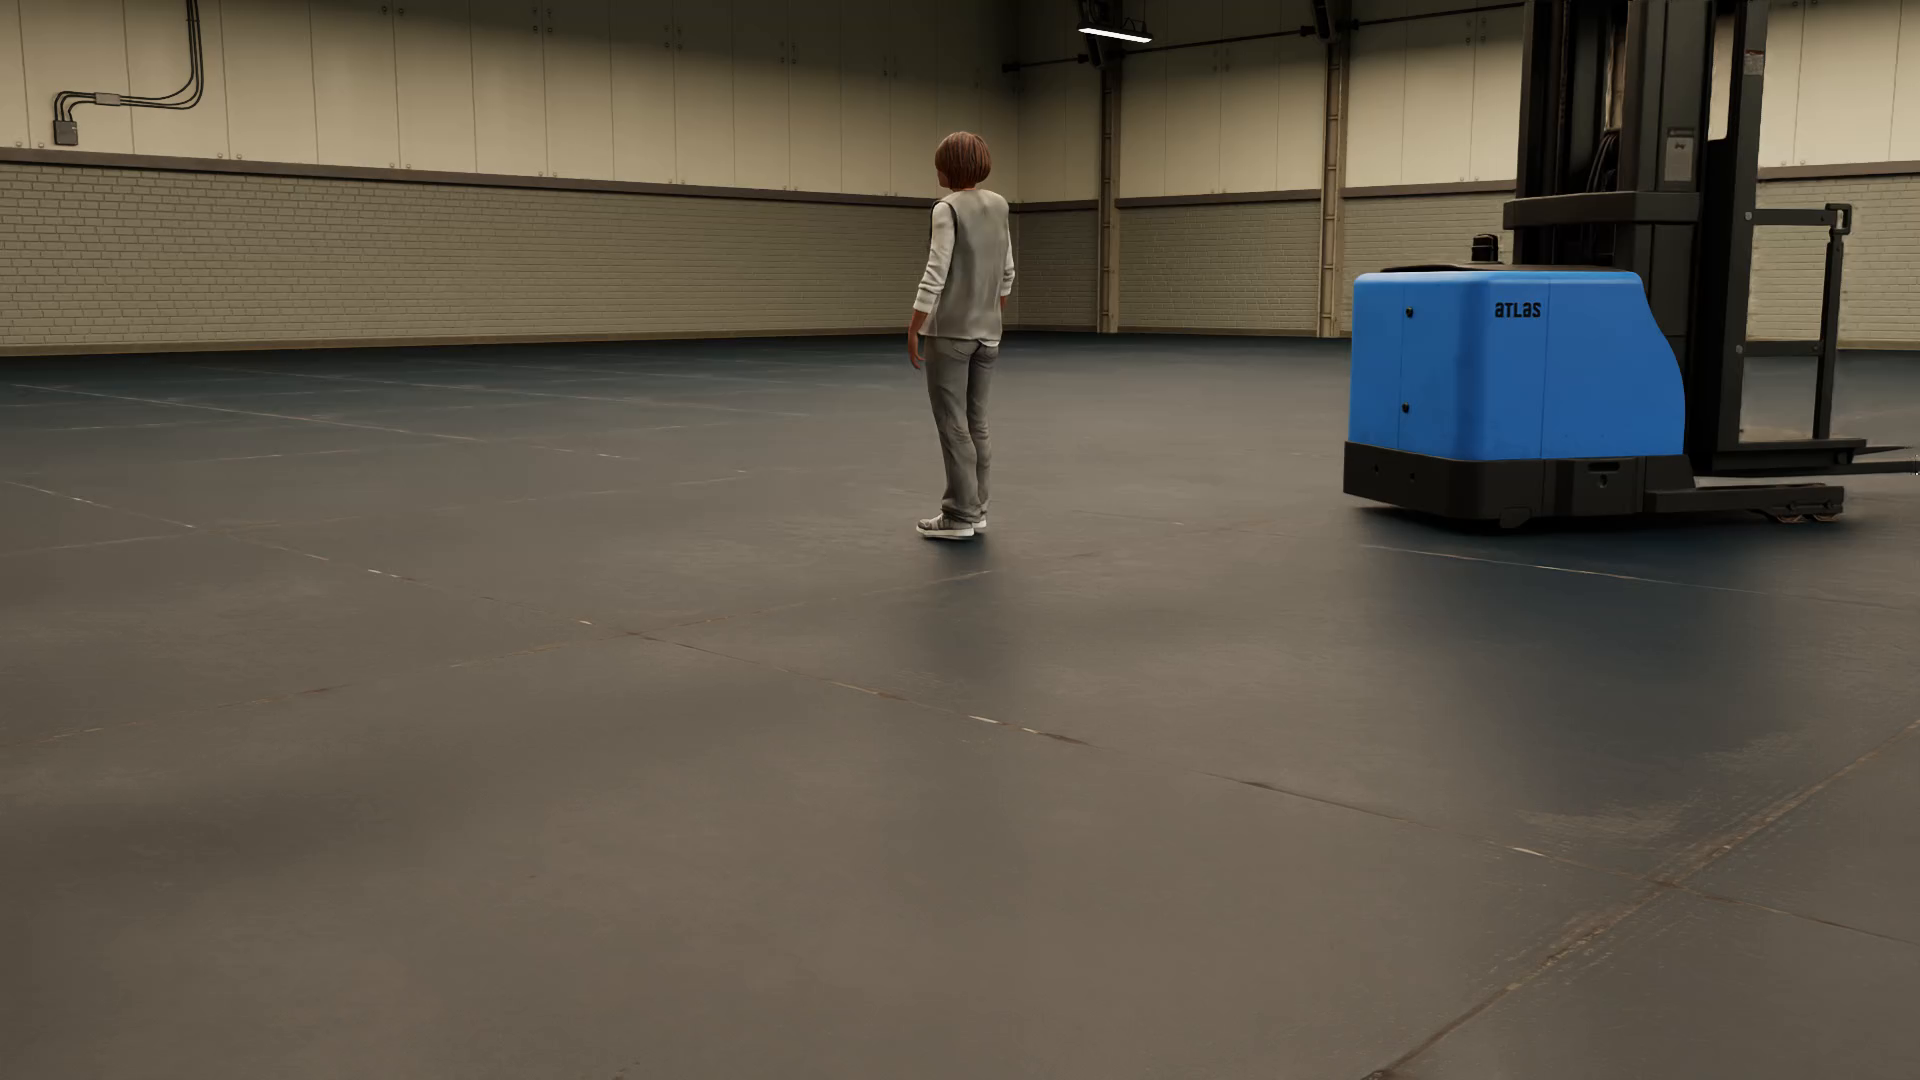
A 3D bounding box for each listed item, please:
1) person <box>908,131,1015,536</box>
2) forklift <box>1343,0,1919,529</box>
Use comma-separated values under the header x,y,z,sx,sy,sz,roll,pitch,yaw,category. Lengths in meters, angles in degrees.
x,y,z,sx,sy,sz,roll,pitch,yaw,category
-0.044,-0.799,6.660,0.473,1.585,0.520,8,12,43,person
3.347,-1.593,7.451,3.031,2.935,1.130,-2,9,-16,forklift
